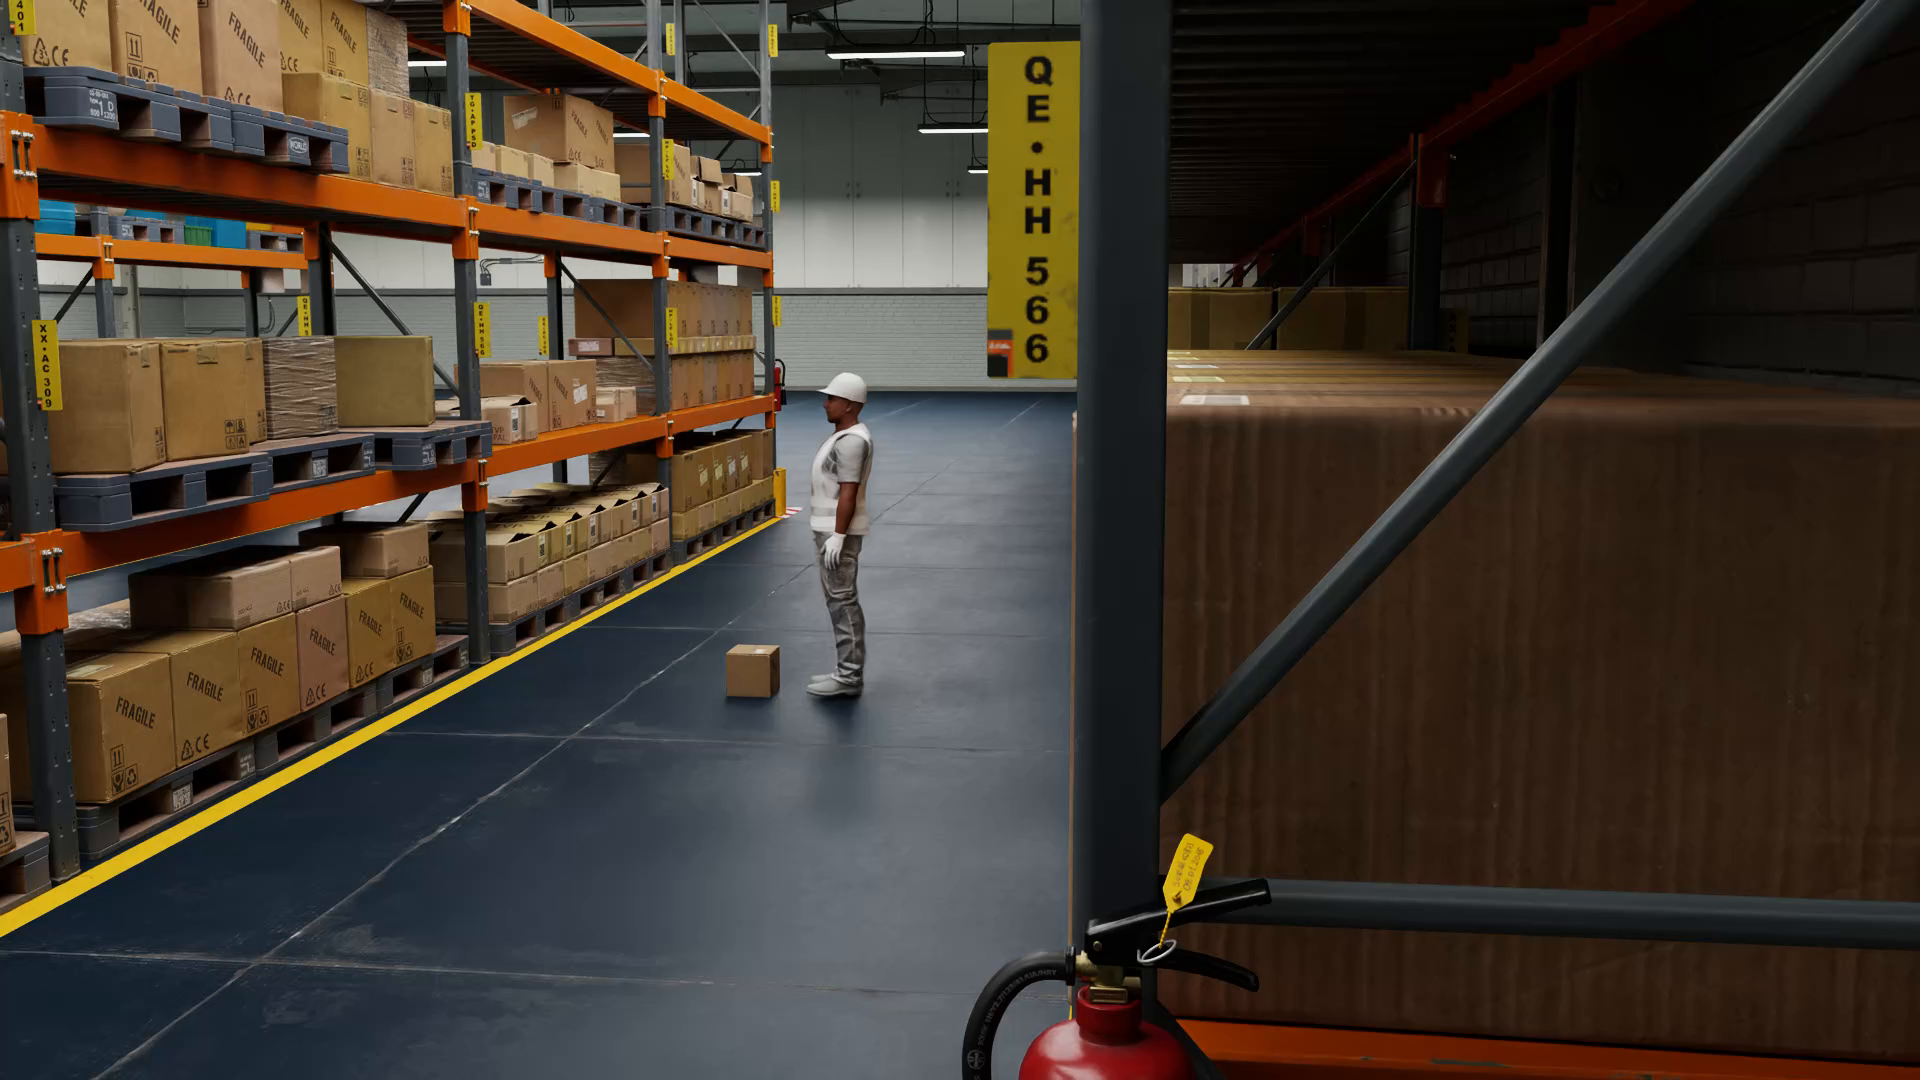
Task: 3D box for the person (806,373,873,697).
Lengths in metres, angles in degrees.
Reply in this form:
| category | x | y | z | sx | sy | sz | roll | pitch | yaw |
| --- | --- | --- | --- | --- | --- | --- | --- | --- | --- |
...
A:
| category | x | y | z | sx | sy | sz | roll | pitch | yaw |
| --- | --- | --- | --- | --- | --- | --- | --- | --- | --- |
| person | -0.675 | -0.033 | 9.264 | 0.381 | 1.787 | 0.558 | 0 | 8 | -3 |
